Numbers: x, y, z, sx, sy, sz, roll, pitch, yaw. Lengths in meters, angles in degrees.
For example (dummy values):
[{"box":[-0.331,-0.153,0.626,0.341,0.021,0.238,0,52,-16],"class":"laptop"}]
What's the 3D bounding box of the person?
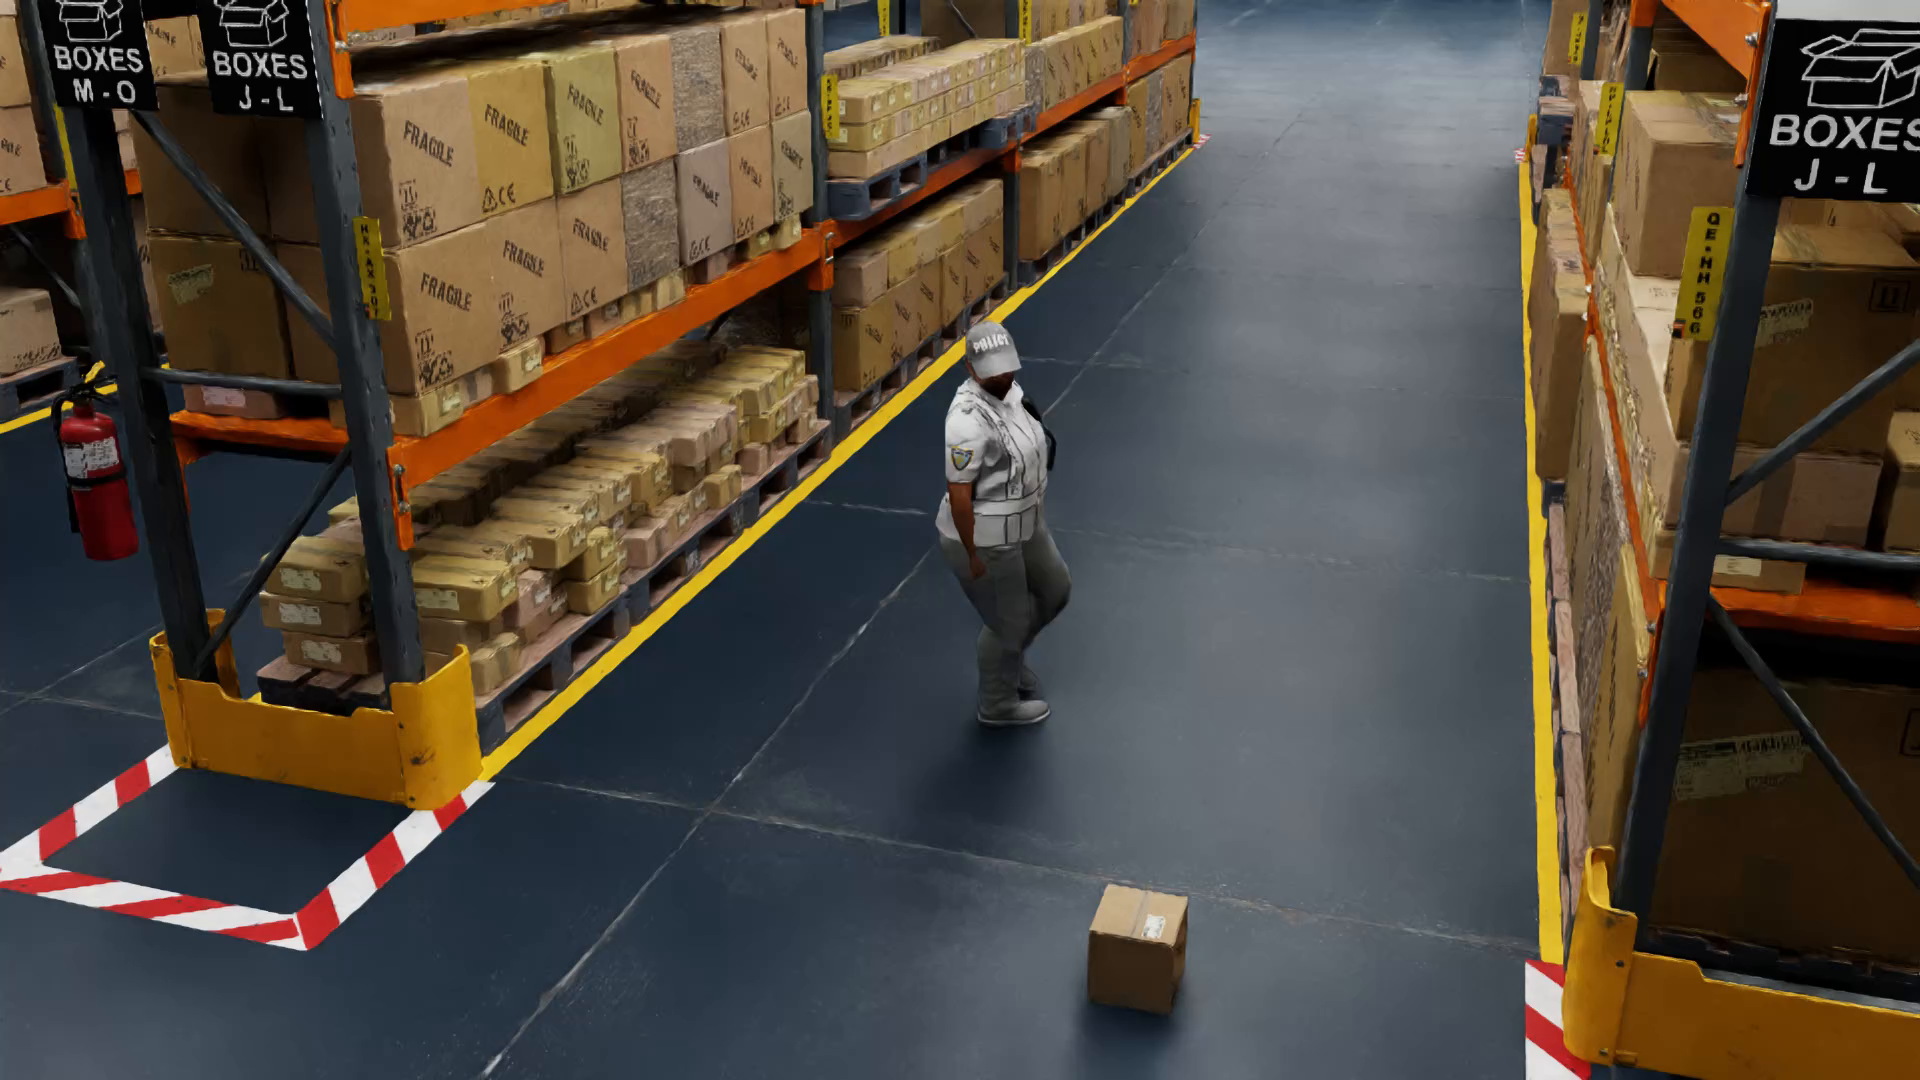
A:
[{"box":[0.171,-0.045,6.222,0.448,1.656,0.660,7,23,16],"class":"person"}]
